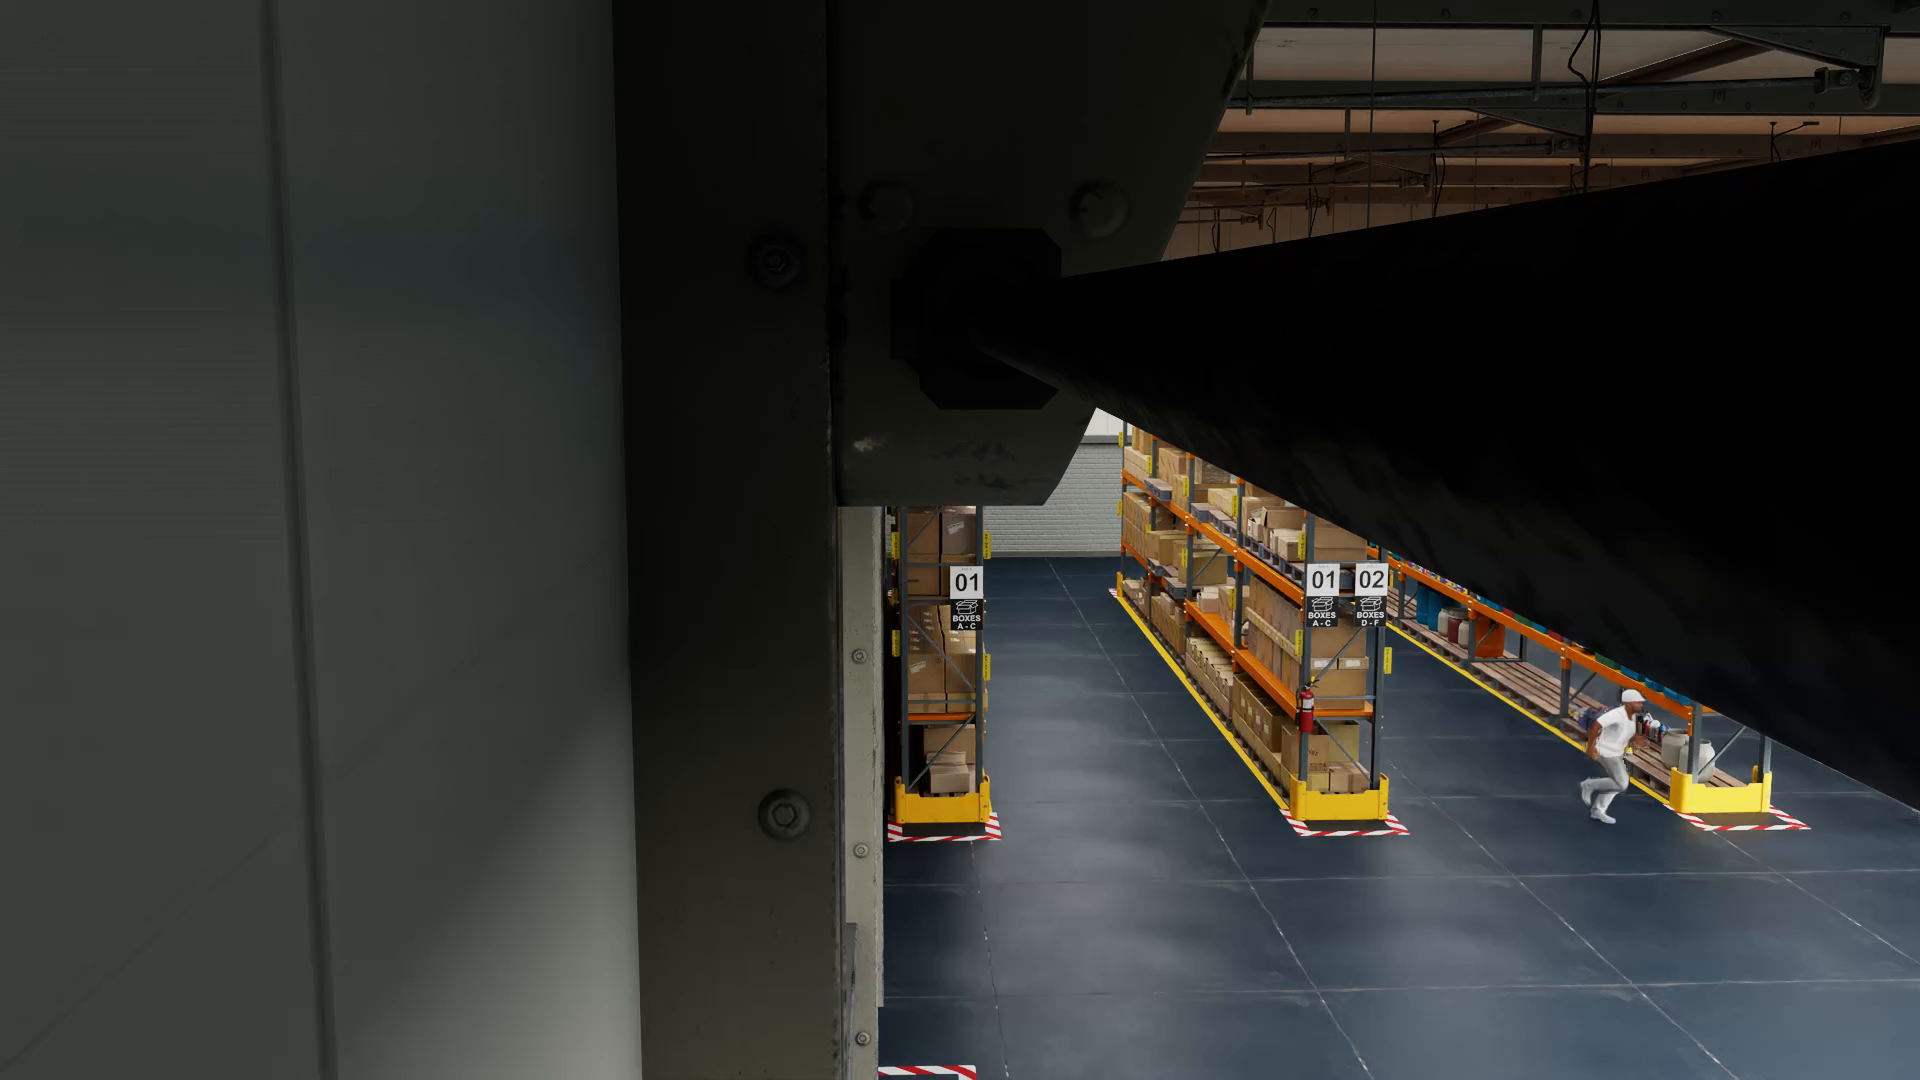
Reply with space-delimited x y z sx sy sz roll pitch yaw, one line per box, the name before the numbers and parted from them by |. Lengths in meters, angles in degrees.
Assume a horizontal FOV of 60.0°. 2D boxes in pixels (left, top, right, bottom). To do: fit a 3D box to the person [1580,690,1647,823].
person | 8.046 2.648 20.461 0.735 1.684 0.689 6 10 36
